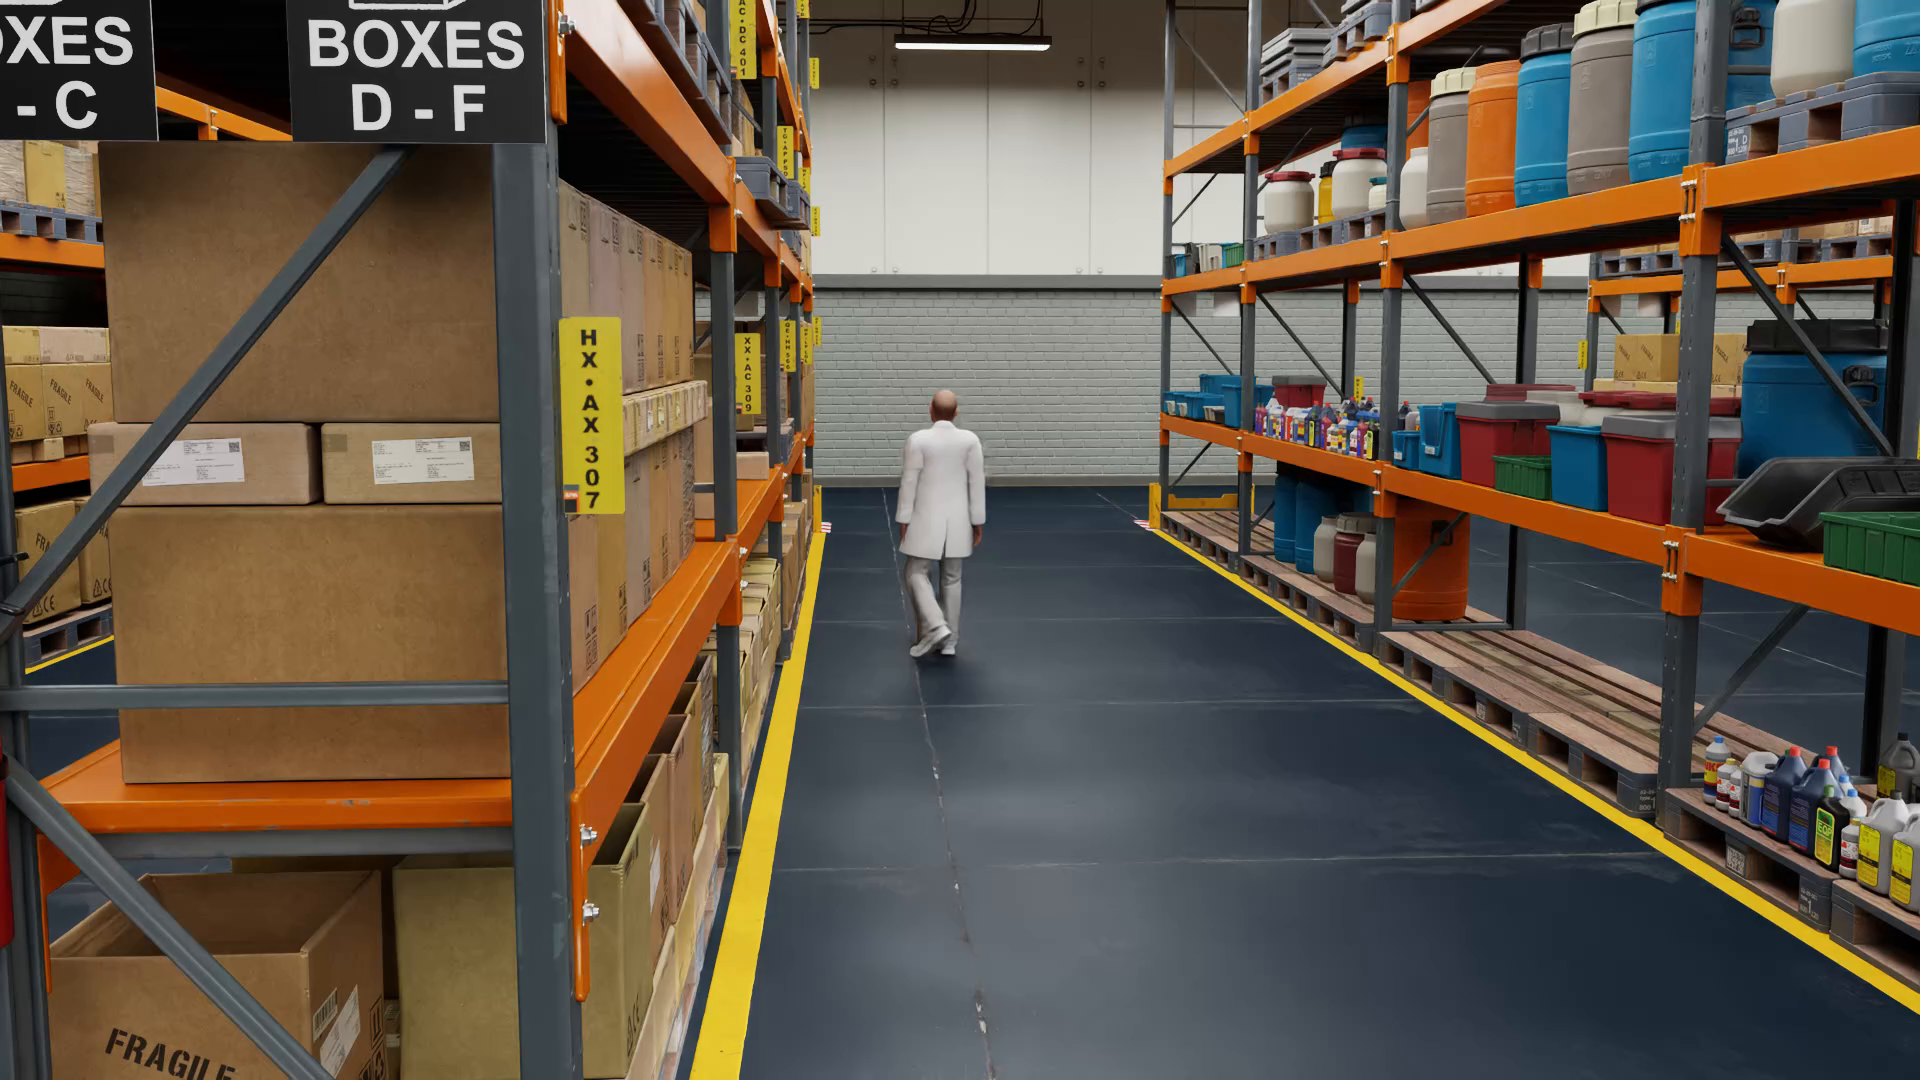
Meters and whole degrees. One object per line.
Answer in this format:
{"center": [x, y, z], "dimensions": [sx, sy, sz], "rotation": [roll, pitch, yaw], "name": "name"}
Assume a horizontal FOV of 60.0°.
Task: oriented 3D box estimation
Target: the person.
{"center": [-0.125, -0.109, 11.095], "dimensions": [0.610, 1.780, 0.670], "rotation": [-2, 7, -16], "name": "person"}
